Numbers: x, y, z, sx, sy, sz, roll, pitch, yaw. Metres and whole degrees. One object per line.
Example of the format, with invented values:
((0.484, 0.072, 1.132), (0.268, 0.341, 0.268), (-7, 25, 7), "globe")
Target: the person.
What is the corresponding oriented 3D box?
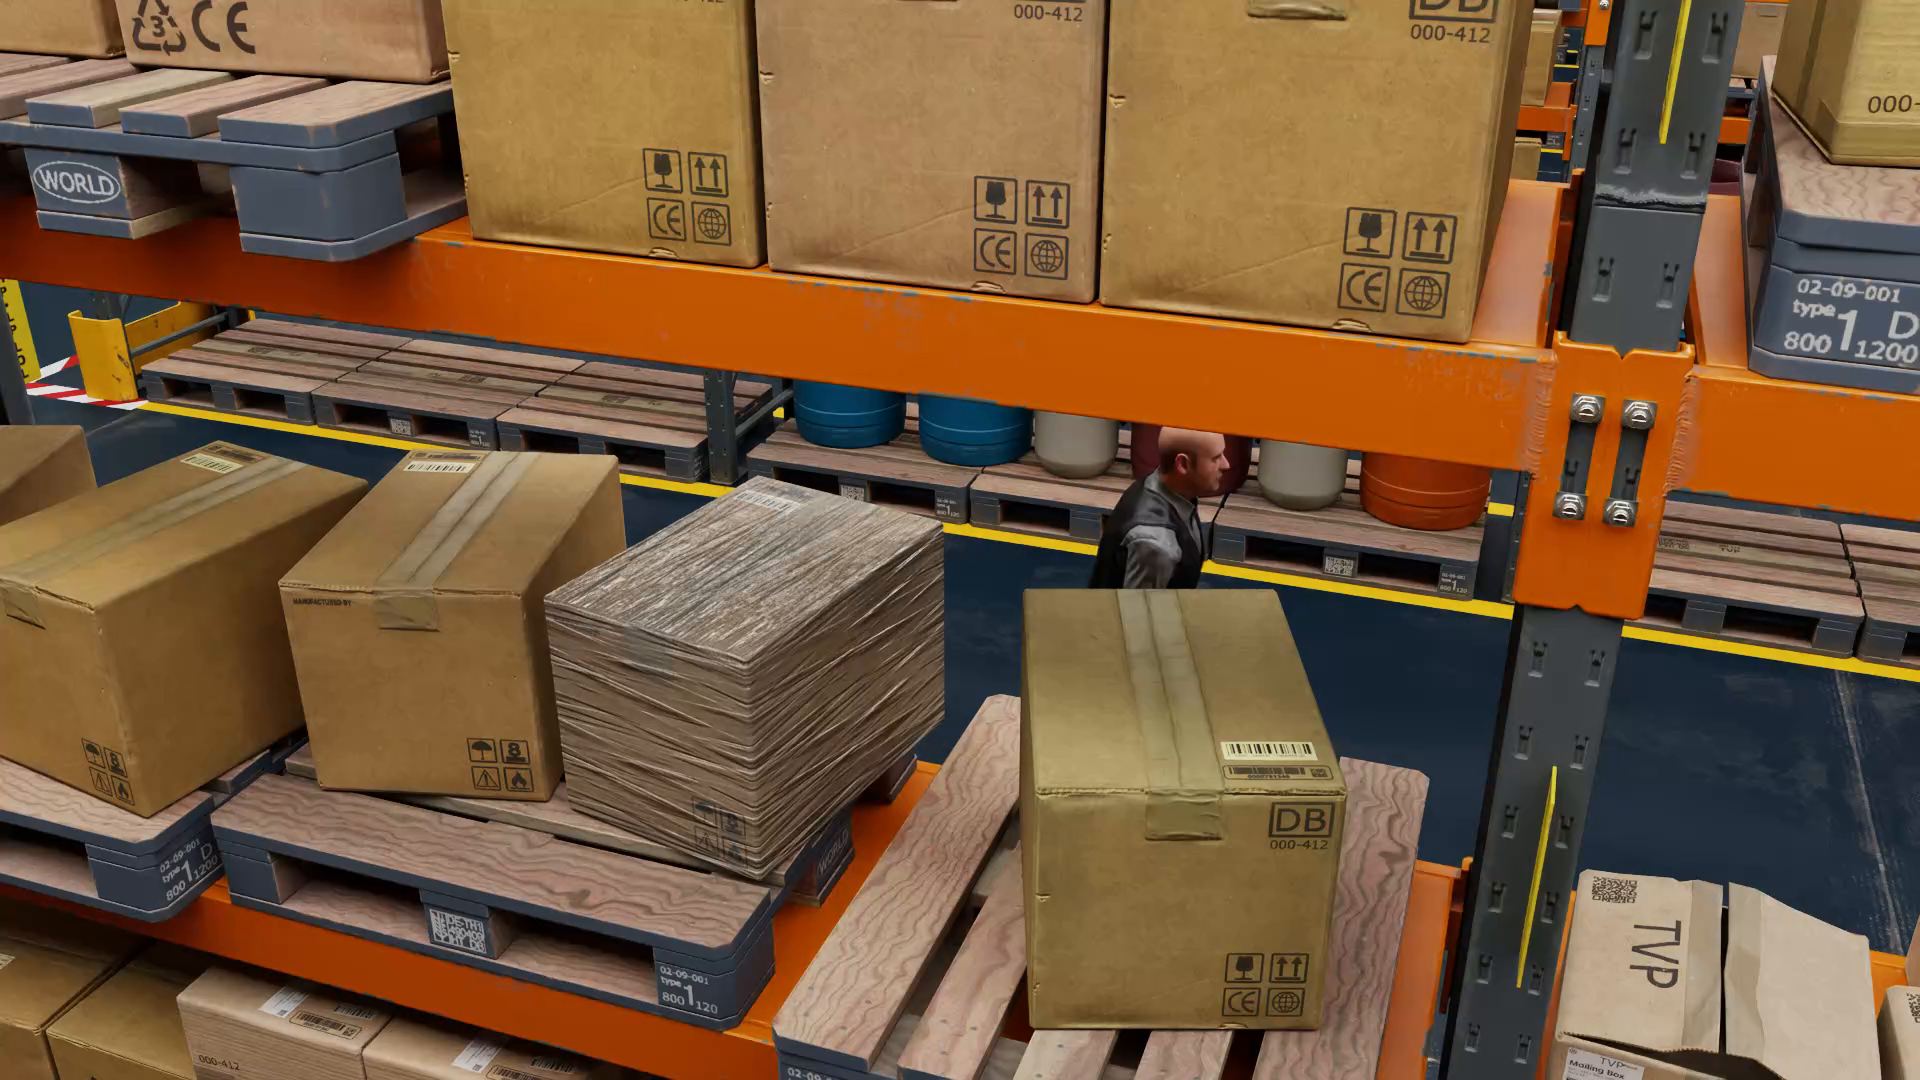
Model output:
((0.631, 0.407, 5.285), (0.465, 1.722, 0.591), (8, 27, 15), "person")
